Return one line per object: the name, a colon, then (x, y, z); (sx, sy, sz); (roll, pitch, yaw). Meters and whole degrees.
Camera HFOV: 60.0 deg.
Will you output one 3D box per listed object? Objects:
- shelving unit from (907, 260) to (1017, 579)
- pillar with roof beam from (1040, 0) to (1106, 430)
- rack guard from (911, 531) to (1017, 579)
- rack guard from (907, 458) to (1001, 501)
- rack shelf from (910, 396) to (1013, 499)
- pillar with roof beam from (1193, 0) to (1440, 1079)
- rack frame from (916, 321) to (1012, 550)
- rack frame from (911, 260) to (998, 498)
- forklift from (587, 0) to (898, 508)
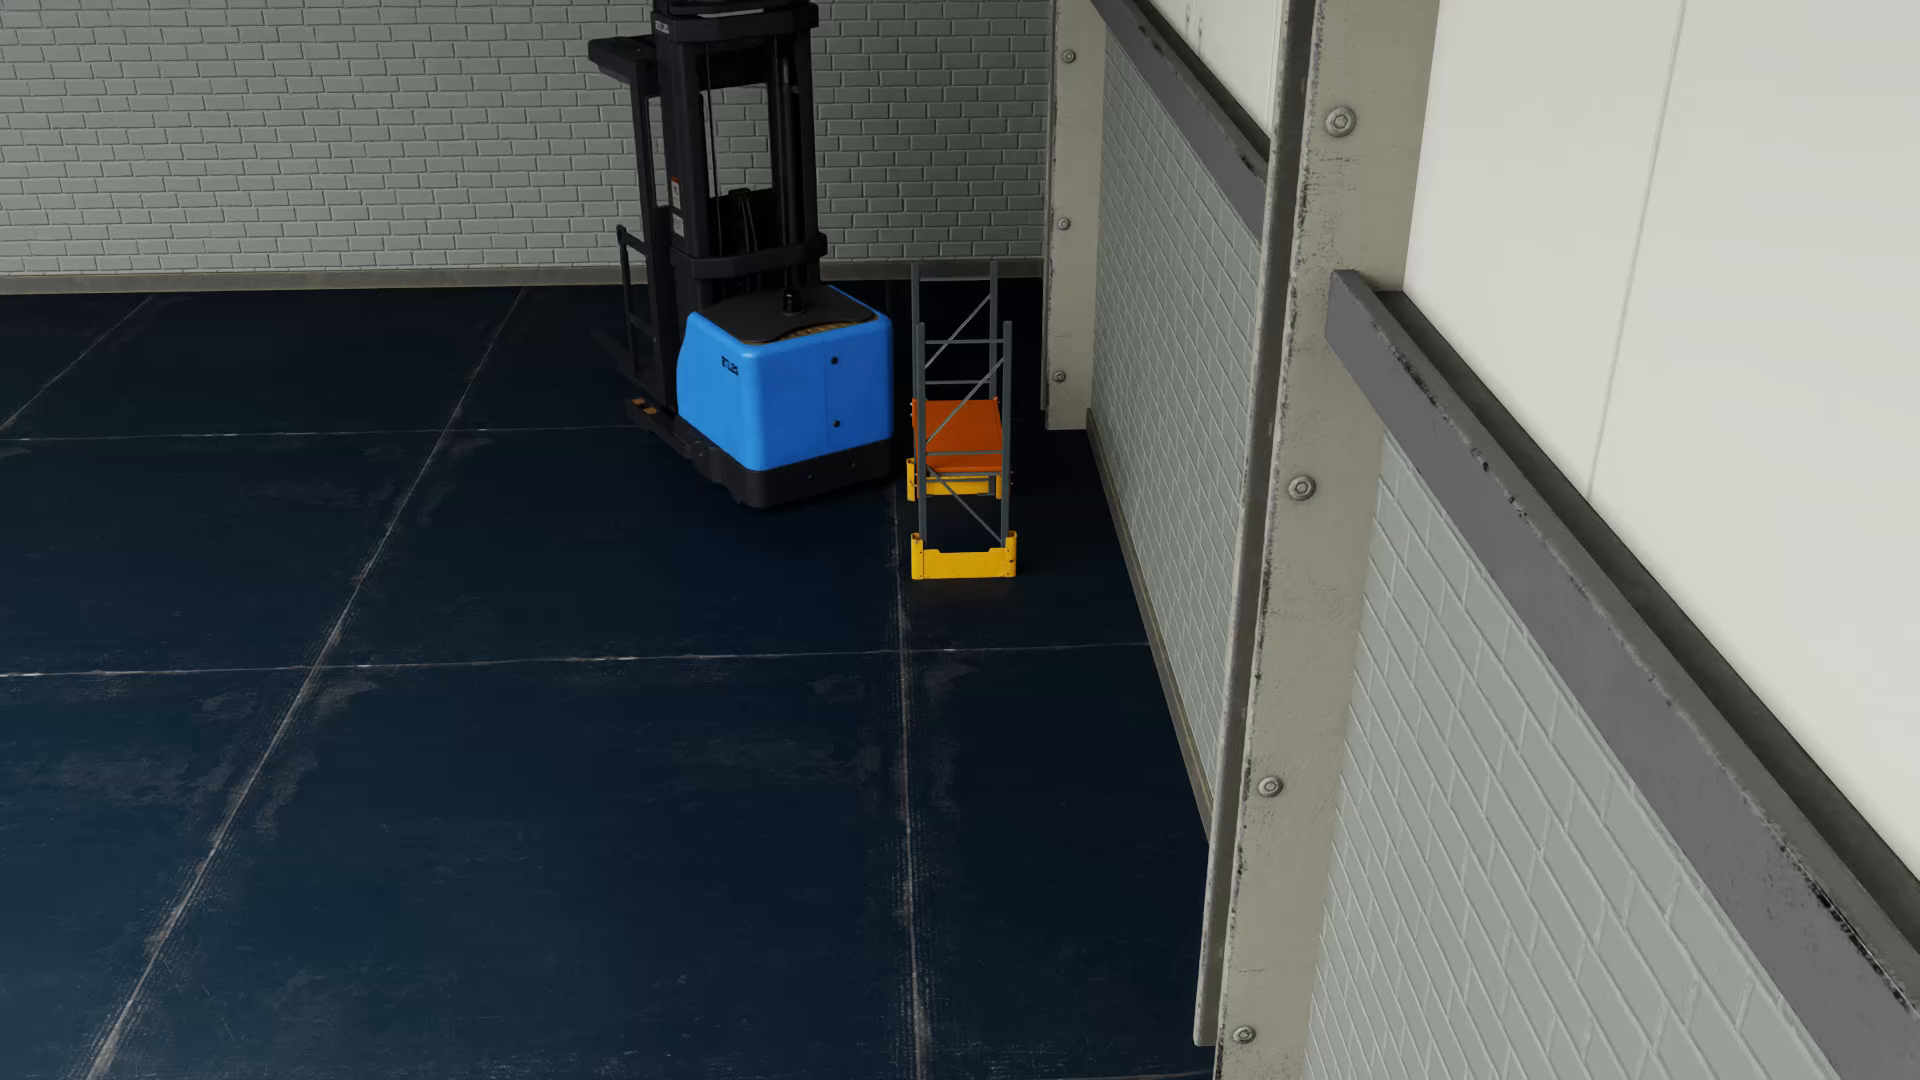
shelving unit: (-0.004, -0.700, 9.471); (0.587, 1.500, 1.083); (-1, 28, -3)
pillar with roof beam: (-3.579, -4.722, 9.072); (9.100, 9.000, 0.400); (-1, 28, -3)
rack guard: (0.022, 0.084, 9.319); (0.587, 0.250, 0.087); (-1, 28, -3)
rack guard: (-0.030, -0.376, 10.201); (0.587, 0.250, 0.087); (-1, 28, -3)
rack shelf: (-0.004, -0.545, 9.562); (0.538, 0.185, 1.000); (-1, 28, -3)
pillar with roof beam: (-3.266, -1.951, 3.759); (9.100, 9.000, 0.400); (-1, 28, -3)
rack frame: (0.022, -0.470, 9.029); (0.500, 1.500, 0.032); (-1, 28, -3)
rack frame: (-0.031, -0.939, 9.929); (0.500, 1.500, 0.032); (-1, 28, -3)
forklift: (-1.612, -2.127, 10.659); (1.130, 2.935, 3.031); (-17, 32, -29)
